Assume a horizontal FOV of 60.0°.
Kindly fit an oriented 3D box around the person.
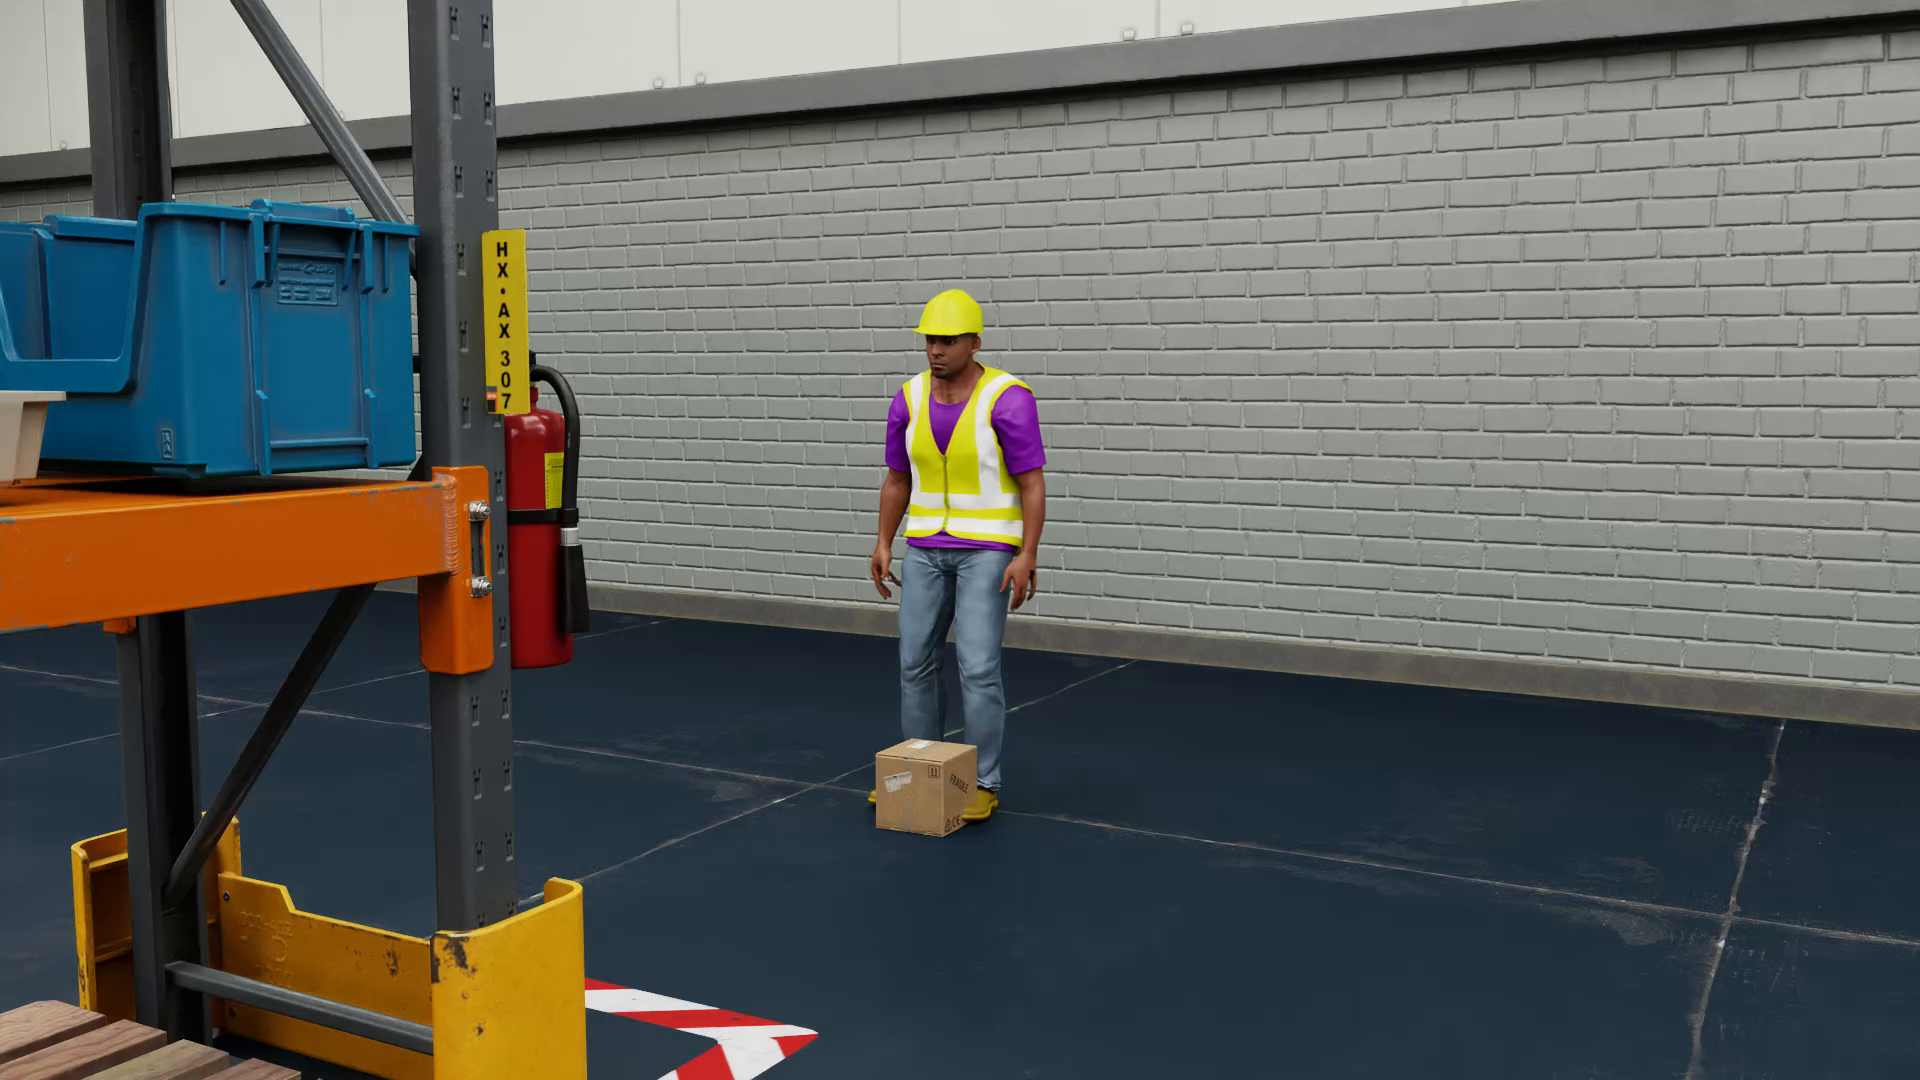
[{"bbox_3d":[-0.013,0.044,5.621,0.626,1.761,0.457,3,7,29],"label":"person"}]
